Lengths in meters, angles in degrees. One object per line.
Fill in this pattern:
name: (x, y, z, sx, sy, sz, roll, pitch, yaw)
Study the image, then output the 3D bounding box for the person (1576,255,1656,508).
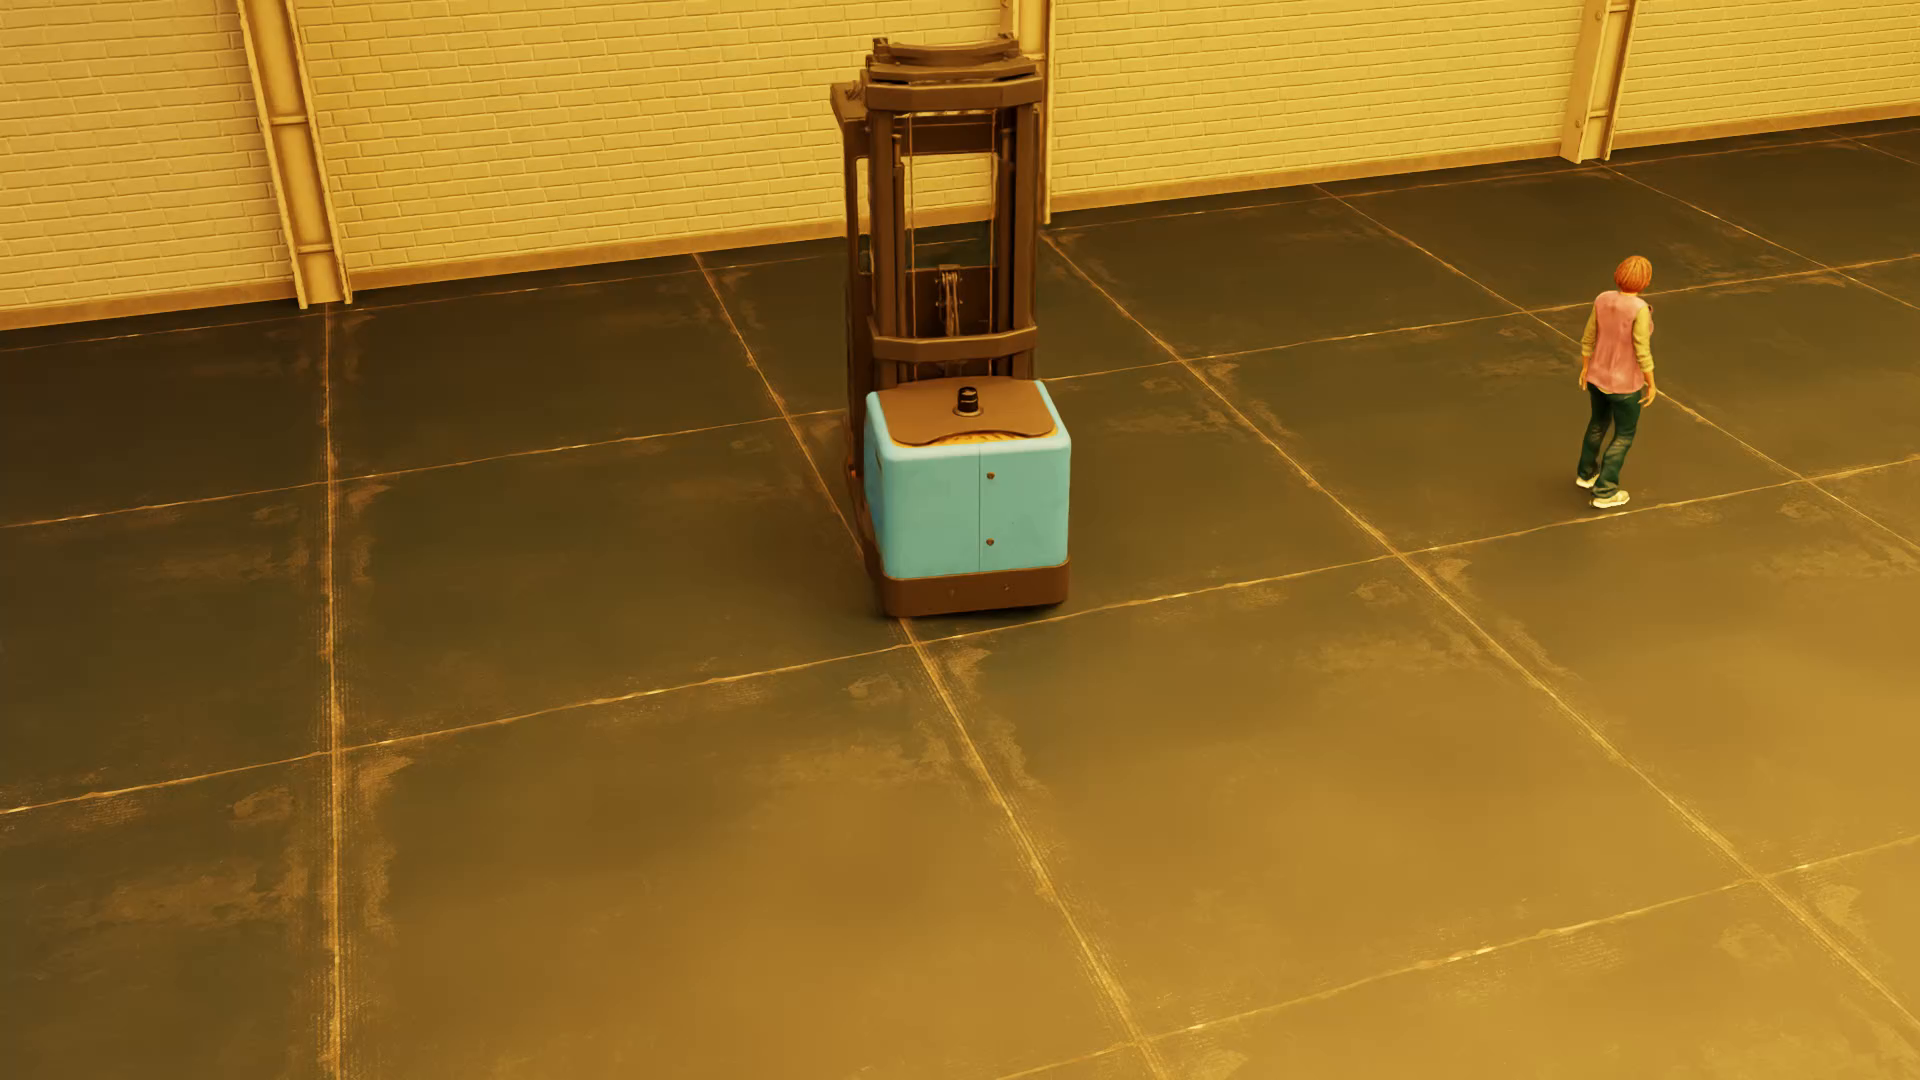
person: (4.029, -0.965, 10.134, 0.425, 1.620, 0.492, -15, 33, -25)

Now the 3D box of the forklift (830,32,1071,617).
forklift: (-0.145, -1.563, 9.804, 1.130, 2.935, 3.031, -5, 30, -8)
